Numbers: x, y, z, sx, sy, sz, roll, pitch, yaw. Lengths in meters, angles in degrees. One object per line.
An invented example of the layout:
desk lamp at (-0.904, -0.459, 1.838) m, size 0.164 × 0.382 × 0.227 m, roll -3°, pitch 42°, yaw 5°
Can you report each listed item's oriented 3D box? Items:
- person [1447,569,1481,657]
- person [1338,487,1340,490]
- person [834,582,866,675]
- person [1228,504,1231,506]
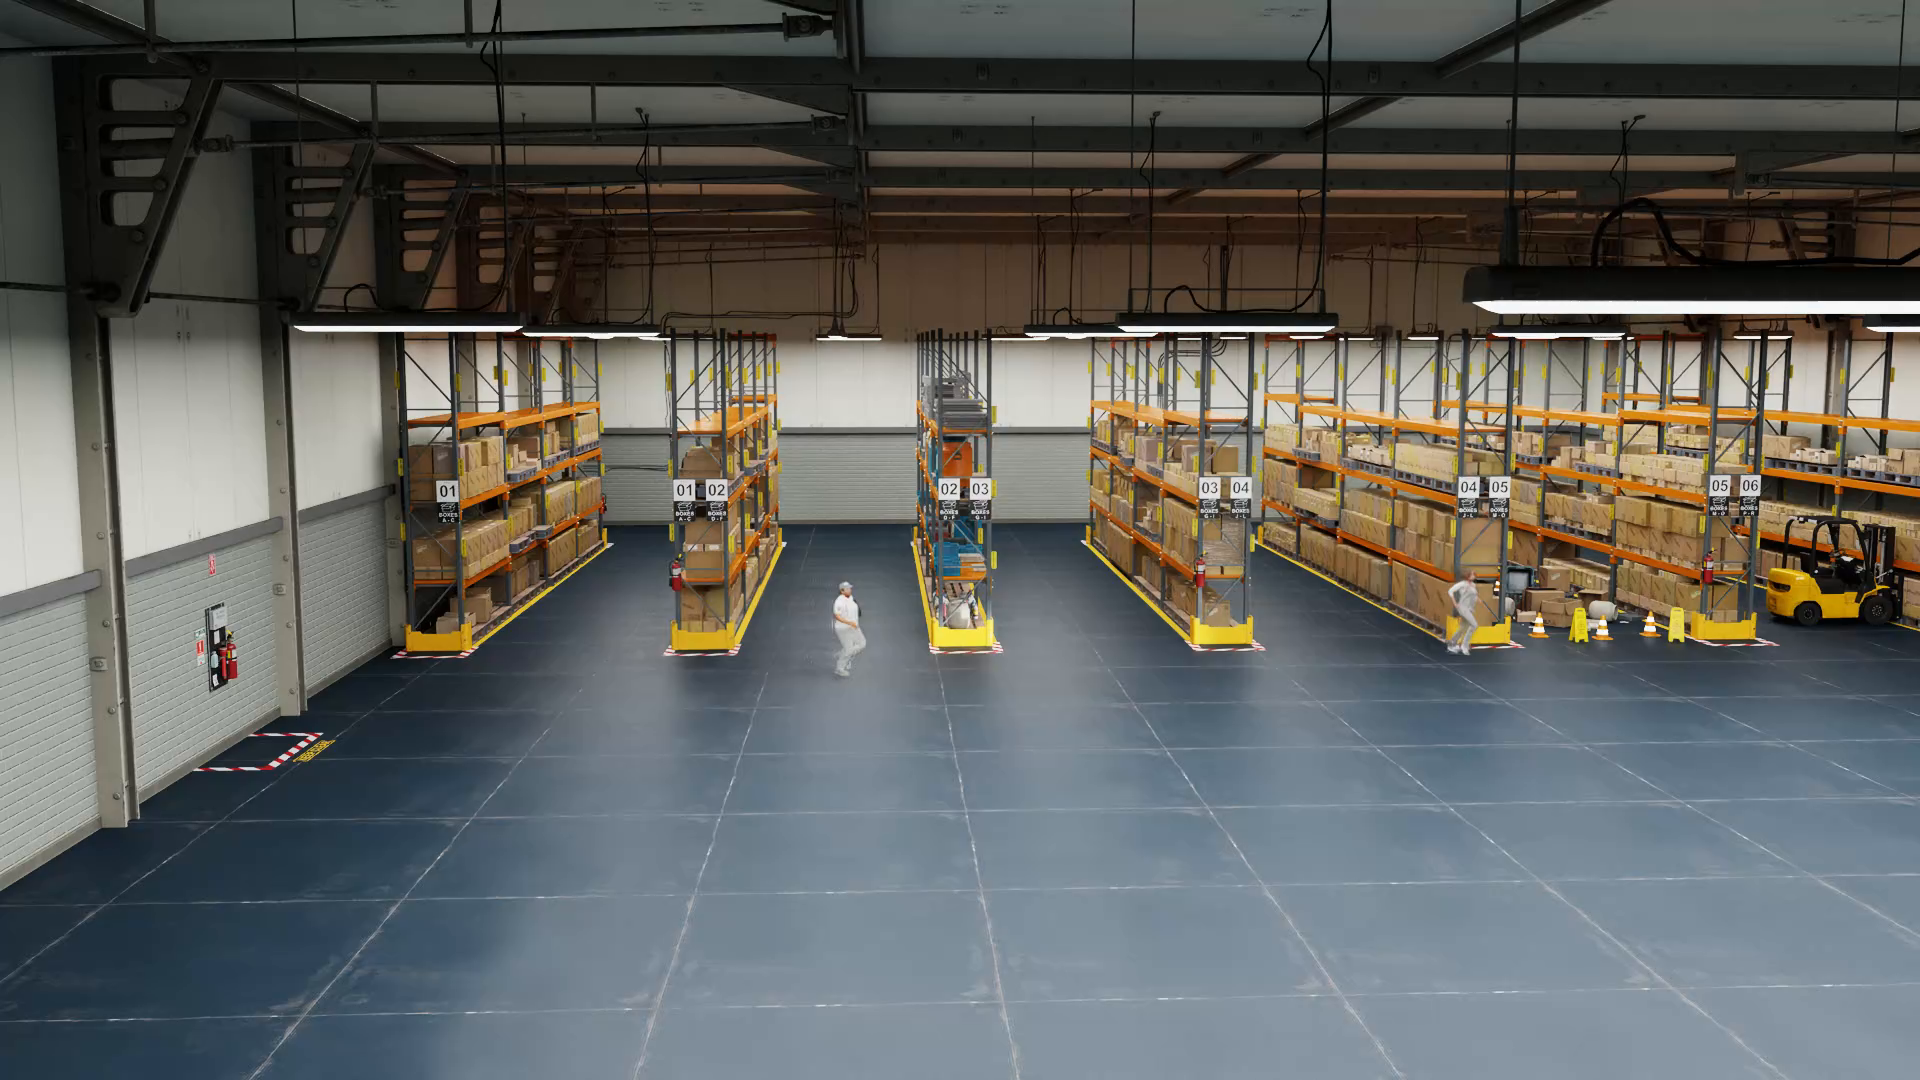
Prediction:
person at (9.327, 1.331, 30.694) m, size 0.616 × 1.593 × 0.540 m, roll 6°, pitch 9°, yaw 40°
person at (11.320, -0.917, 49.265) m, size 1.095 × 1.722 × 0.663 m, roll 0°, pitch 7°, yaw -4°
person at (-1.924, 1.531, 28.807) m, size 0.527 × 1.629 × 0.617 m, roll 3°, pitch 8°, yaw 27°
person at (7.547, -0.770, 48.171) m, size 0.581 × 1.670 × 0.830 m, roll 4°, pitch 8°, yaw 33°
